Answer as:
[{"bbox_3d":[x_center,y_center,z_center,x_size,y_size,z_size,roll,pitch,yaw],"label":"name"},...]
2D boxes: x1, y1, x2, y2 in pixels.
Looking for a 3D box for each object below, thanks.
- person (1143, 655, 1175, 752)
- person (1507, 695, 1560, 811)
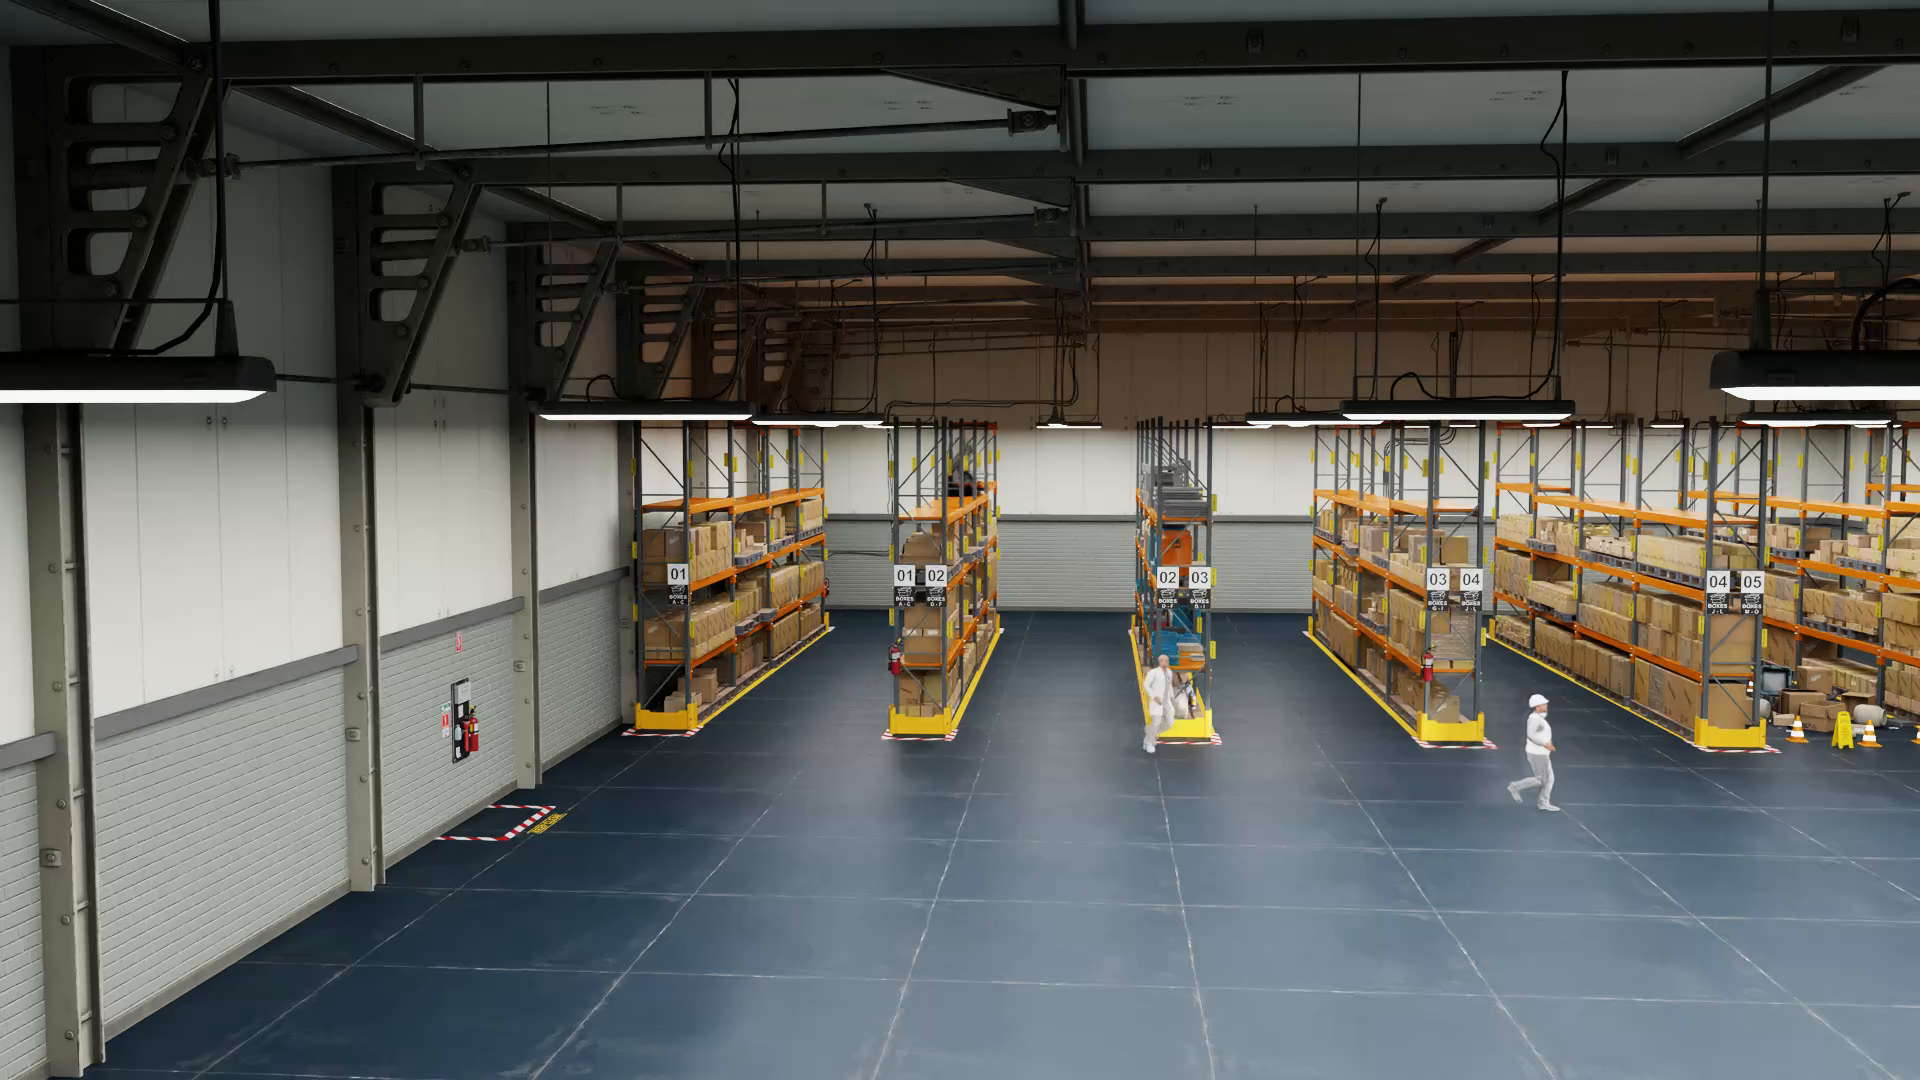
[{"bbox_3d":[3.619,2.921,29.876,0.770,1.714,0.563,-3,5,-36],"label":"person"},{"bbox_3d":[8.688,3.205,25.132,0.752,1.748,0.657,2,4,25],"label":"person"}]
